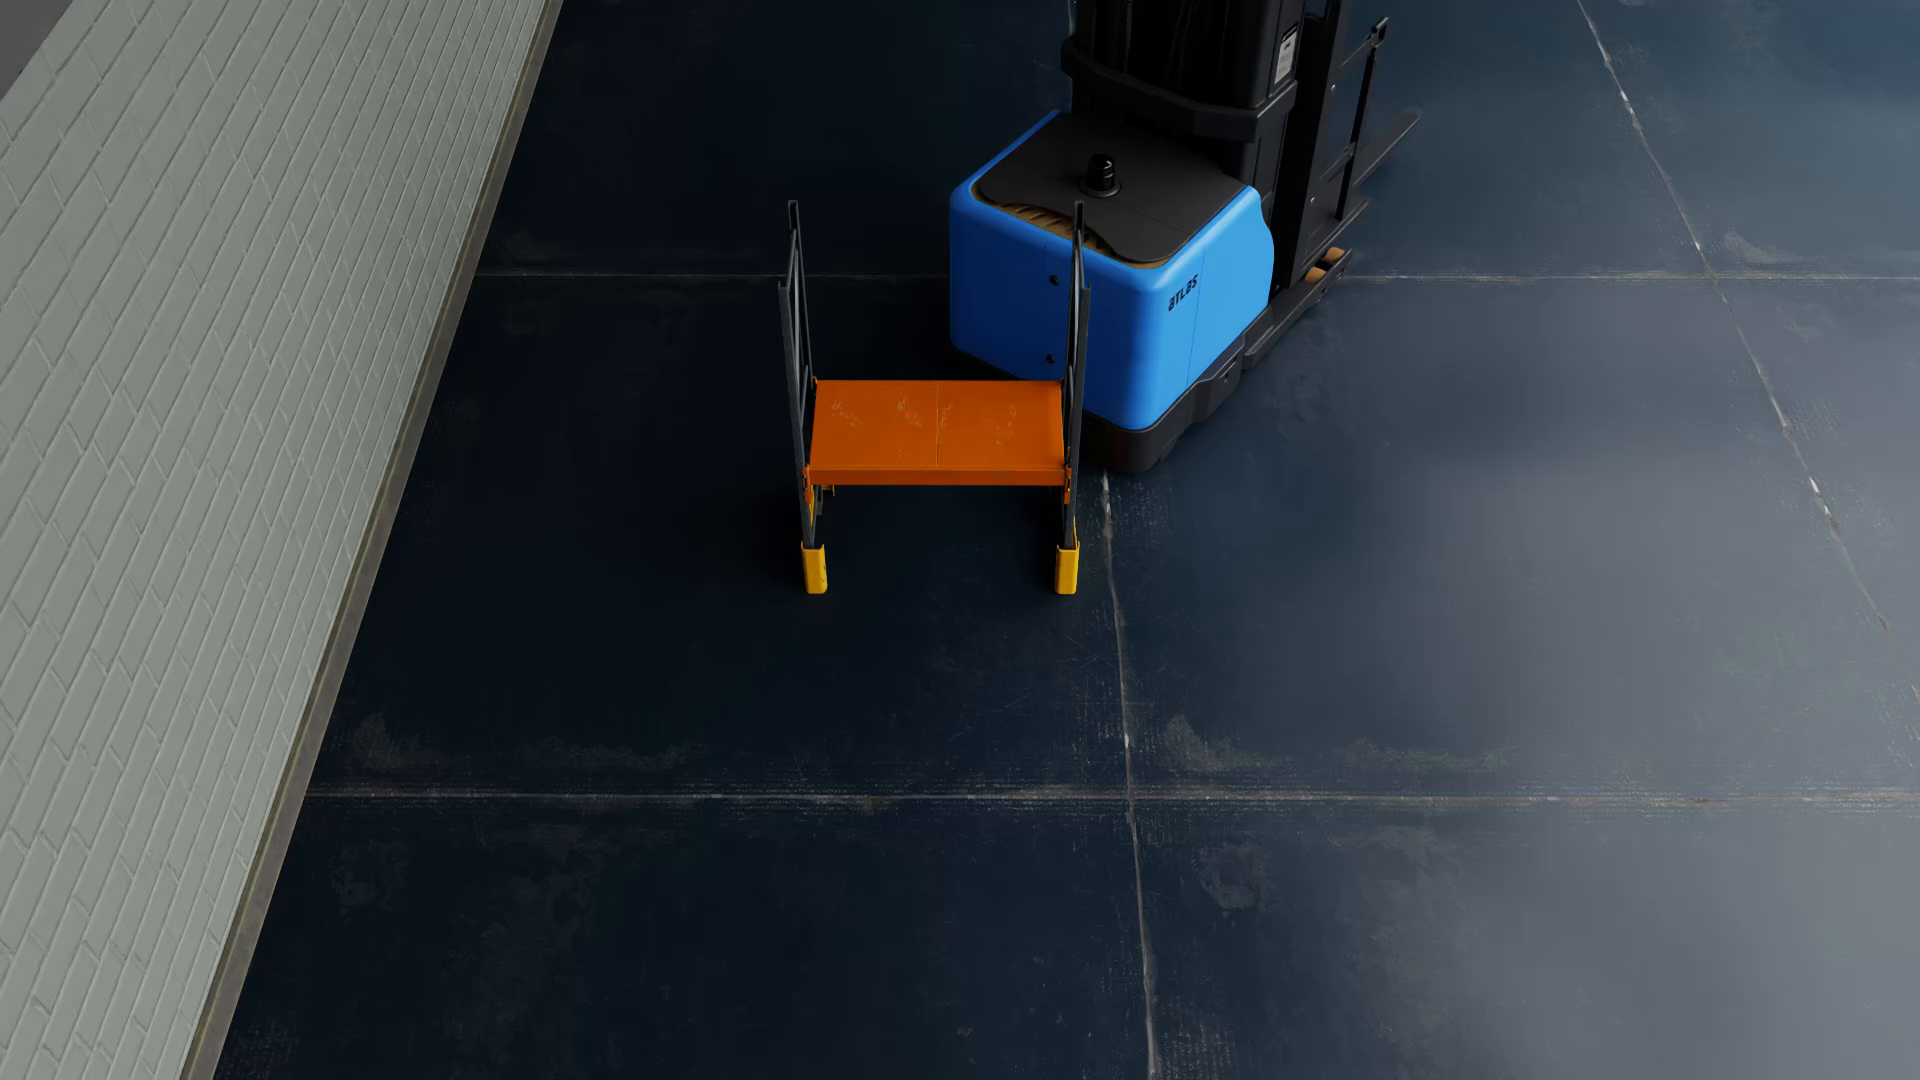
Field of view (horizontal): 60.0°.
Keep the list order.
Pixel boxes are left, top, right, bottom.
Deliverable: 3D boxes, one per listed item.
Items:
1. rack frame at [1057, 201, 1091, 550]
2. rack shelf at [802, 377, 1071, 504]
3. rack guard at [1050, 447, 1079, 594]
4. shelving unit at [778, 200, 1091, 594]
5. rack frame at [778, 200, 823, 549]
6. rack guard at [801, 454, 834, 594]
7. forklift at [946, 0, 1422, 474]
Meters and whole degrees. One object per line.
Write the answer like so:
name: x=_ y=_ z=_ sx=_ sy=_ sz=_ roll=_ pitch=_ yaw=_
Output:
rack frame: x=0.423 y=-0.510 z=6.281 sx=0.032 sy=1.500 sz=0.500 roll=0 pitch=47 yaw=0
rack shelf: x=-0.085 y=-0.389 z=6.414 sx=1.000 sy=0.185 sz=0.538 roll=0 pitch=47 yaw=0
rack guard: x=0.422 y=-0.084 z=6.738 sx=0.087 sy=0.250 sz=0.587 roll=0 pitch=47 yaw=0
shelving unit: x=-0.076 y=-0.511 z=6.282 sx=1.083 sy=1.500 sz=0.587 roll=0 pitch=47 yaw=0
rack frame: x=-0.594 y=-0.513 z=6.283 sx=0.032 sy=1.500 sz=0.500 roll=0 pitch=47 yaw=0
rack guard: x=-0.574 y=-0.087 z=6.741 sx=0.087 sy=0.250 sz=0.587 roll=0 pitch=47 yaw=0
forklift: x=1.219 y=-2.315 z=6.983 sx=1.130 sy=2.935 sz=3.031 roll=28 pitch=53 yaw=24
